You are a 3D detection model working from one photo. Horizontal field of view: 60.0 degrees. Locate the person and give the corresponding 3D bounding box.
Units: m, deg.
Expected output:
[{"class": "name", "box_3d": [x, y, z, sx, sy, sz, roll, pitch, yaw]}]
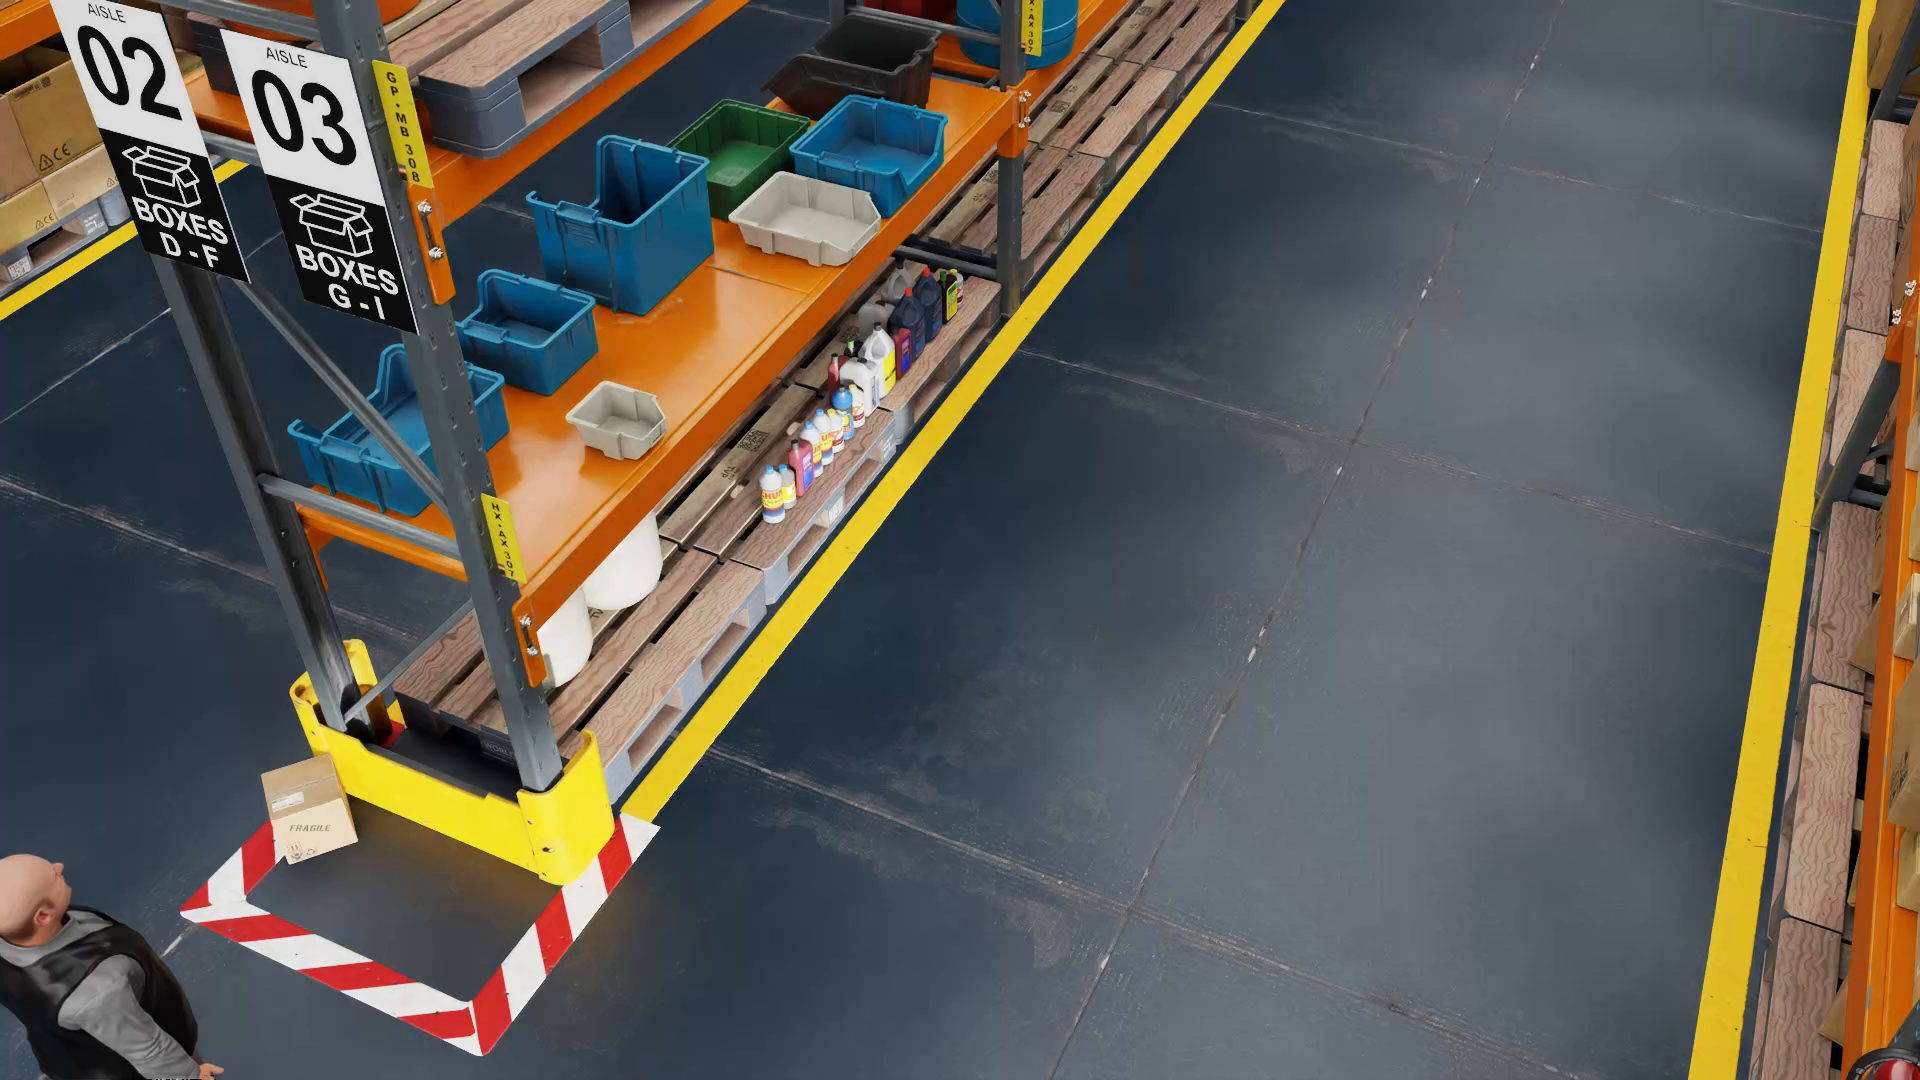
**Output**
[{"class": "person", "box_3d": [-2.292, 1.400, 4.592, 0.566, 1.727, 0.386, 21, 46, 22]}]
